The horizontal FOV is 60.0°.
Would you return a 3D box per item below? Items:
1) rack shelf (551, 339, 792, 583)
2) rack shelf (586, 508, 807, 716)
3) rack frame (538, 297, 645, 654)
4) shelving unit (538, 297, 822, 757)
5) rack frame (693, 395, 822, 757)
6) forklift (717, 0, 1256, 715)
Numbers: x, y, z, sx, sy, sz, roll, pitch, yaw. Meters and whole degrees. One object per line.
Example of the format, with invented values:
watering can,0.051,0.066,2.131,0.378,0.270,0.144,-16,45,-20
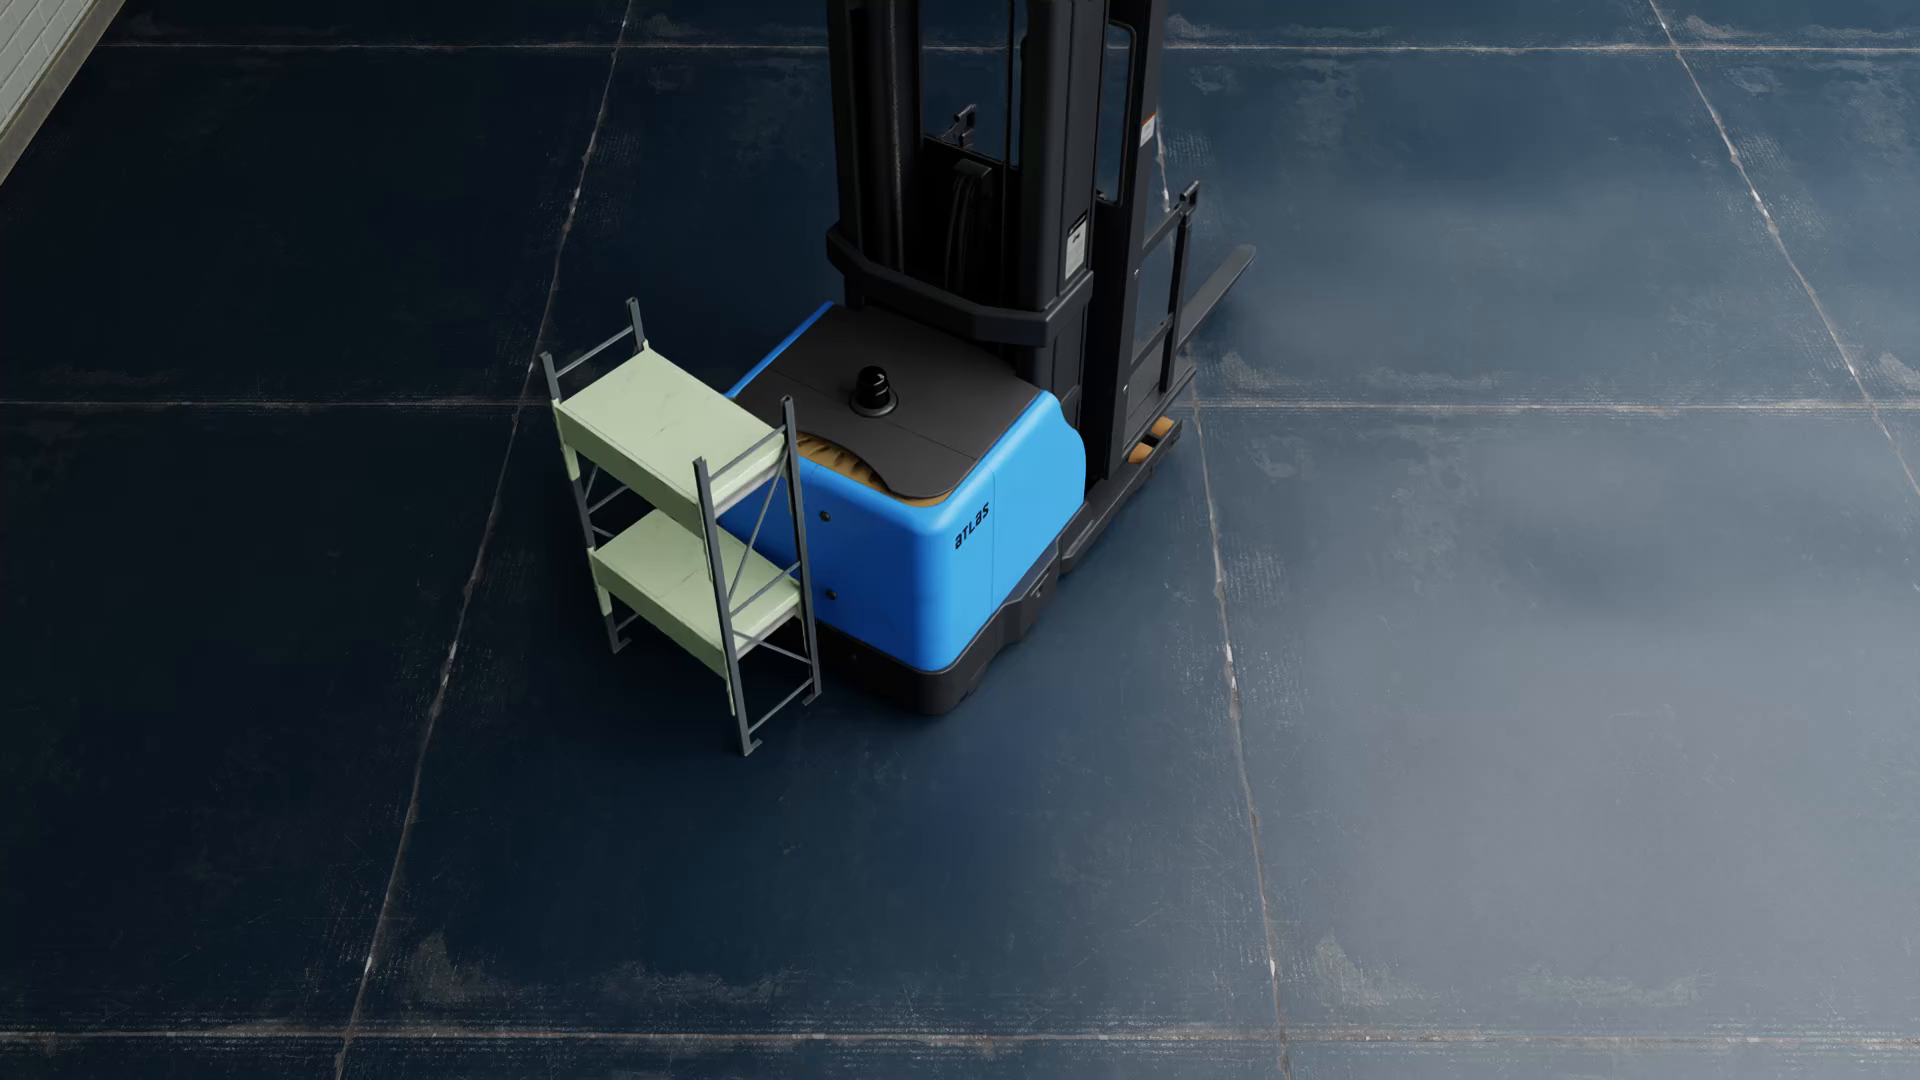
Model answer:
rack shelf,-0.938,-0.273,5.527,0.720,0.370,0.431,33,55,27
rack shelf,-0.938,0.215,6.051,0.720,0.370,0.431,33,55,27
rack frame,-1.212,-0.184,5.977,0.023,1.500,0.400,33,55,27
shelving unit,-0.938,-0.007,5.812,0.755,1.500,0.431,33,55,27
rack frame,-0.664,0.171,5.647,0.023,1.500,0.400,33,55,27
forklift,0.297,-1.416,6.146,1.130,2.935,3.031,25,52,21
